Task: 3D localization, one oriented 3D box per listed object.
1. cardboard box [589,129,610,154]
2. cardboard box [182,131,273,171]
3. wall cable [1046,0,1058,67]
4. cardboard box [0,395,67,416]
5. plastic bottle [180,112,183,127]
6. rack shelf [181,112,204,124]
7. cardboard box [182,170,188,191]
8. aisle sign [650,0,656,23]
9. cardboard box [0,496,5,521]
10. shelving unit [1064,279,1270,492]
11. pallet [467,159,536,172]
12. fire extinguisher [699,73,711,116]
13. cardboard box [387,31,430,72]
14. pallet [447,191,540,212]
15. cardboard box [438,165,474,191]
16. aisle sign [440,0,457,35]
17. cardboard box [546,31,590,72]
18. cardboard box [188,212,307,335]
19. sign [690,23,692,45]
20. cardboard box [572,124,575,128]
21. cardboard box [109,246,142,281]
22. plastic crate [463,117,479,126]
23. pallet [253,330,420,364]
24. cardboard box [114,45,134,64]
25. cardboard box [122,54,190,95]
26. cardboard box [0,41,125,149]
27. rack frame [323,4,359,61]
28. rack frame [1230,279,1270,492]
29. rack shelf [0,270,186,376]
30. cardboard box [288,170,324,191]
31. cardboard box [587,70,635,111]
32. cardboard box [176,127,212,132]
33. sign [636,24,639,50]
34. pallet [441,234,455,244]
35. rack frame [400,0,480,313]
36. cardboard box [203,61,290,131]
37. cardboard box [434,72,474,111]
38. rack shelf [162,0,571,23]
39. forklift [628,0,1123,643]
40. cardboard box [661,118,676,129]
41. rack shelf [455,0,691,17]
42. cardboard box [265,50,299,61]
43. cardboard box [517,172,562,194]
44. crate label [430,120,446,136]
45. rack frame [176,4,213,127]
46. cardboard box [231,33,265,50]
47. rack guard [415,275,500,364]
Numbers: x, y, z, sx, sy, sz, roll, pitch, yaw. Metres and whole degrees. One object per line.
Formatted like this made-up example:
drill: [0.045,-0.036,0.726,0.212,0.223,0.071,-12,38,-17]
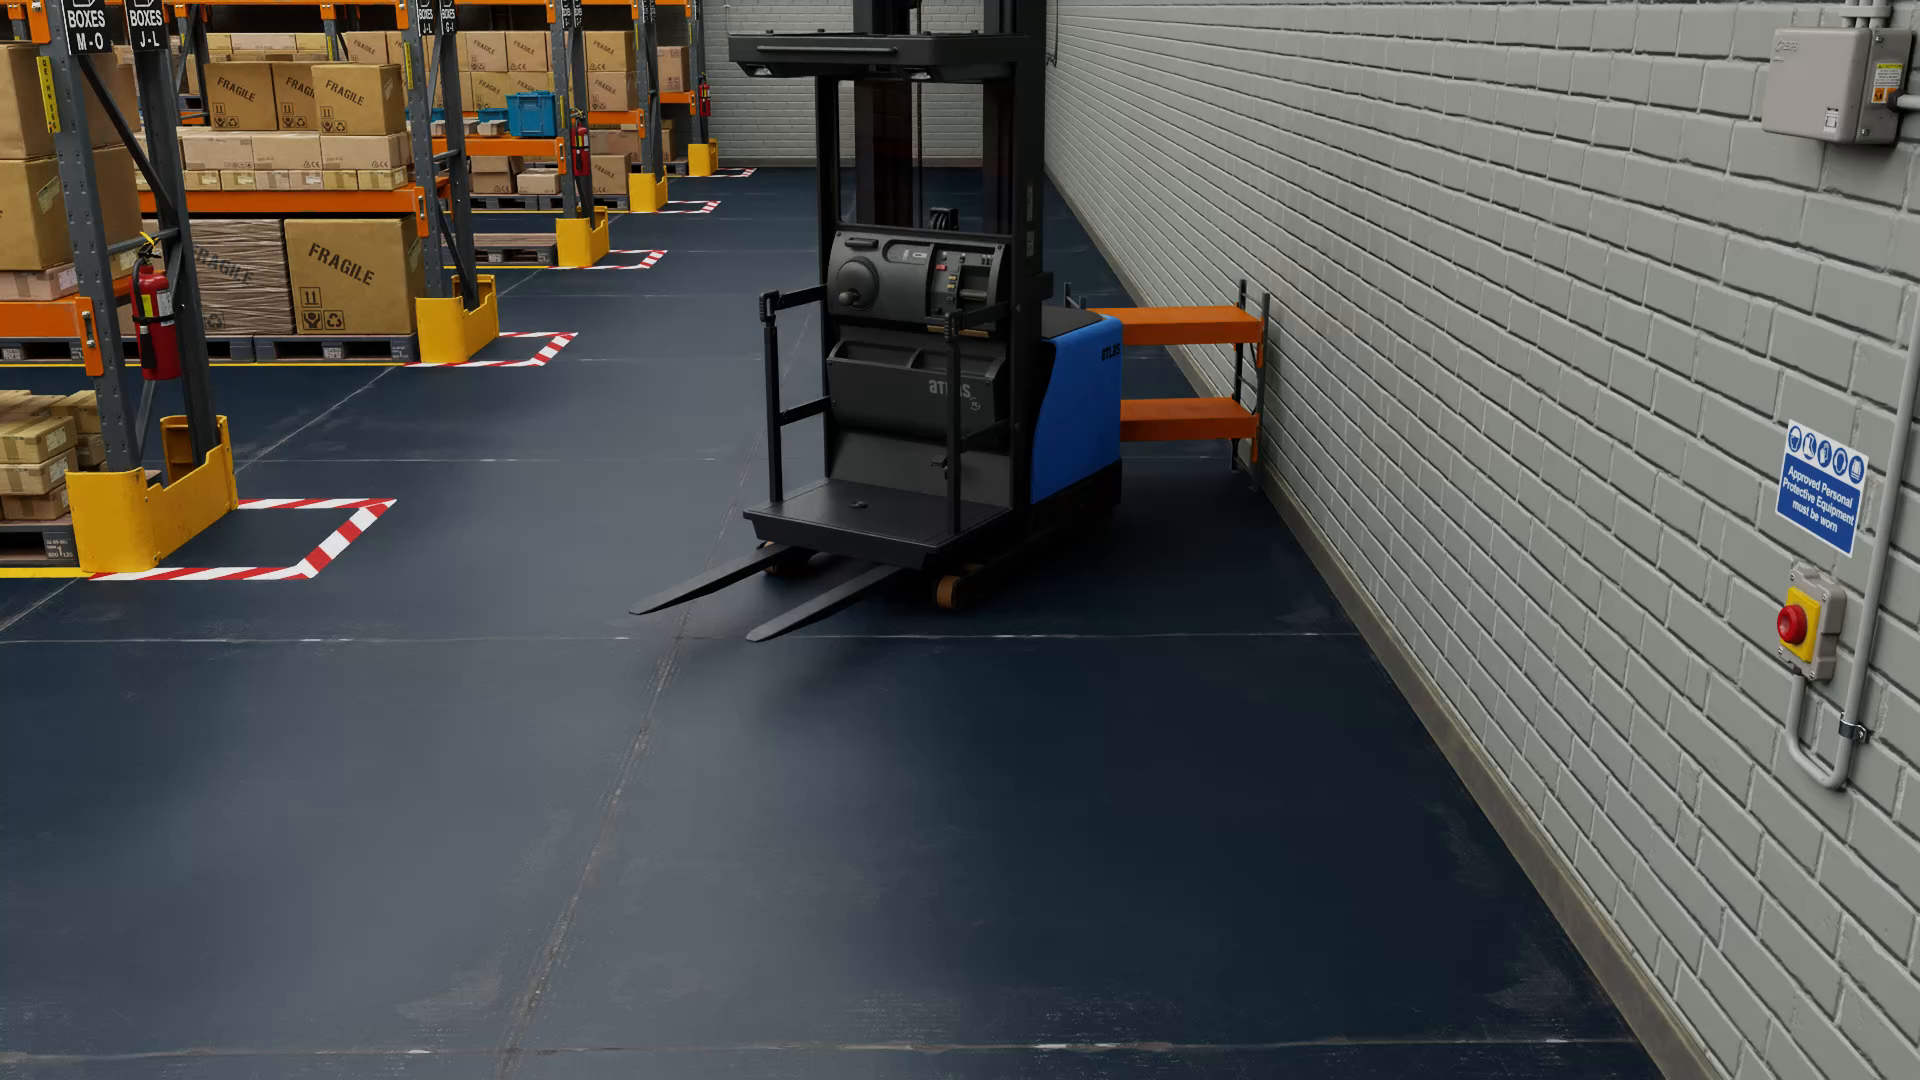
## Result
cardboard box: [-5.955,-6.473,27.219,0.500,0.500,0.700,-1,18,-3]
cardboard box: [-5.515,-2.945,12.577,0.500,0.250,0.500,-1,18,-3]
wall cable: [1.408,-8.798,26.326,0.112,2.526,3.097,0,18,-1]
cardboard box: [-4.844,-0.637,8.628,0.250,0.149,0.380,0,18,0]
plastic bottle: [-8.470,-4.530,17.949,0.133,0.283,0.061,0,18,-1]
rack shelf: [-10.171,-5.618,22.326,4.000,0.370,1.077,0,18,-1]
cardboard box: [-5.898,-2.734,12.572,0.250,0.149,0.380,0,18,0]
aisle sign: [-4.108,-7.317,22.190,0.004,0.787,0.394,0,18,-1]
cardboard box: [-4.820,-0.192,8.216,0.250,0.149,0.380,0,18,1]
shelving unit: [1.138,-0.862,9.392,1.048,1.125,0.538,-2,18,-7]
pallet: [-7.491,-6.135,27.326,1.213,0.211,1.003,0,18,-1]
fire extinguisher: [-4.095,-7.147,26.655,0.183,0.674,0.296,0,18,-1]
cardboard box: [-7.179,-6.412,21.826,0.500,0.500,0.500,-1,18,-3]
pallet: [-6.261,-4.652,22.703,1.213,0.211,1.003,0,18,-1]
cardboard box: [-6.856,-4.992,22.880,0.500,0.311,0.500,0,18,-1]
aisle sign: [-3.951,-4.293,12.765,0.004,0.787,0.394,0,18,-1]
cardboard box: [-5.117,-6.424,21.862,0.500,0.500,0.500,0,18,1]
cardboard box: [-5.567,-2.120,13.036,0.875,0.875,0.875,0,18,-1]
sign: [-4.259,-8.000,26.293,0.005,0.325,0.100,0,18,-1]
cardboard box: [-6.350,-6.841,27.304,0.250,0.149,0.380,-1,18,-2]
cardboard box: [-4.370,-1.427,8.497,0.250,0.149,0.380,0,18,-1]
plastic crate: [-5.349,-4.499,17.995,0.298,0.136,0.250,0,18,-1]
pallet: [-4.817,-1.608,13.214,1.213,0.211,1.003,0,18,-1]
cardboard box: [-13.280,-7.704,26.769,0.500,0.500,0.700,-2,18,-6]
cardboard box: [-10.625,-6.182,22.056,0.500,0.500,0.700,3,18,10]
cardboard box: [-4.494,-2.192,8.184,0.500,0.500,0.500,0,18,-1]
rack frame: [-8.171,-5.970,22.247,0.127,3.000,1.000,0,18,-1]
rack frame: [1.643,-0.880,9.450,0.032,1.125,0.500,-2,18,-7]
rack shelf: [-6.041,-1.096,8.231,4.000,0.370,1.077,0,18,-1]
cardboard box: [-4.882,-2.739,12.586,0.250,0.149,0.380,0,18,-1]
cardboard box: [-4.615,-5.951,22.026,0.500,0.500,0.500,0,18,1]
cardboard box: [-6.047,-3.104,13.071,0.500,0.250,0.500,-1,18,-2]
sign: [-4.183,-6.521,21.553,0.005,0.325,0.100,0,18,-1]
pallet: [-6.139,-3.151,18.026,1.213,0.211,1.003,0,18,-1]
rack frame: [-4.019,-2.963,12.875,0.127,3.000,1.000,0,18,-1]
cardboard box: [-5.521,-3.464,12.967,0.500,0.500,0.500,-1,18,-2]
cardboard box: [-6.645,-5.942,21.996,0.500,0.500,0.500,0,18,-1]
rack shelf: [-6.097,-5.552,17.212,4.000,0.370,1.077,0,18,-1]
forklift: [-0.318,-1.232,7.590,1.130,2.935,3.031,10,20,29]
cardboard box: [-4.830,-6.848,27.328,0.250,0.149,0.380,0,18,0]
rack shelf: [-6.253,-8.578,26.645,4.000,0.370,1.077,0,18,-1]
cardboard box: [-10.743,-7.588,26.608,0.500,0.500,0.500,0,18,-1]
cardboard box: [-5.661,-4.816,22.431,0.500,0.250,0.500,0,18,-1]
crate label: [-5.477,-4.314,17.419,0.243,0.136,0.396,0,18,-1]
rack frame: [-12.252,-7.463,26.903,0.127,3.000,1.000,0,18,-1]
cardboard box: [-11.257,-7.946,26.495,0.500,0.250,0.500,-1,18,-2]
rack guard: [-3.995,-1.773,13.257,0.348,0.500,1.175,0,18,-1]
